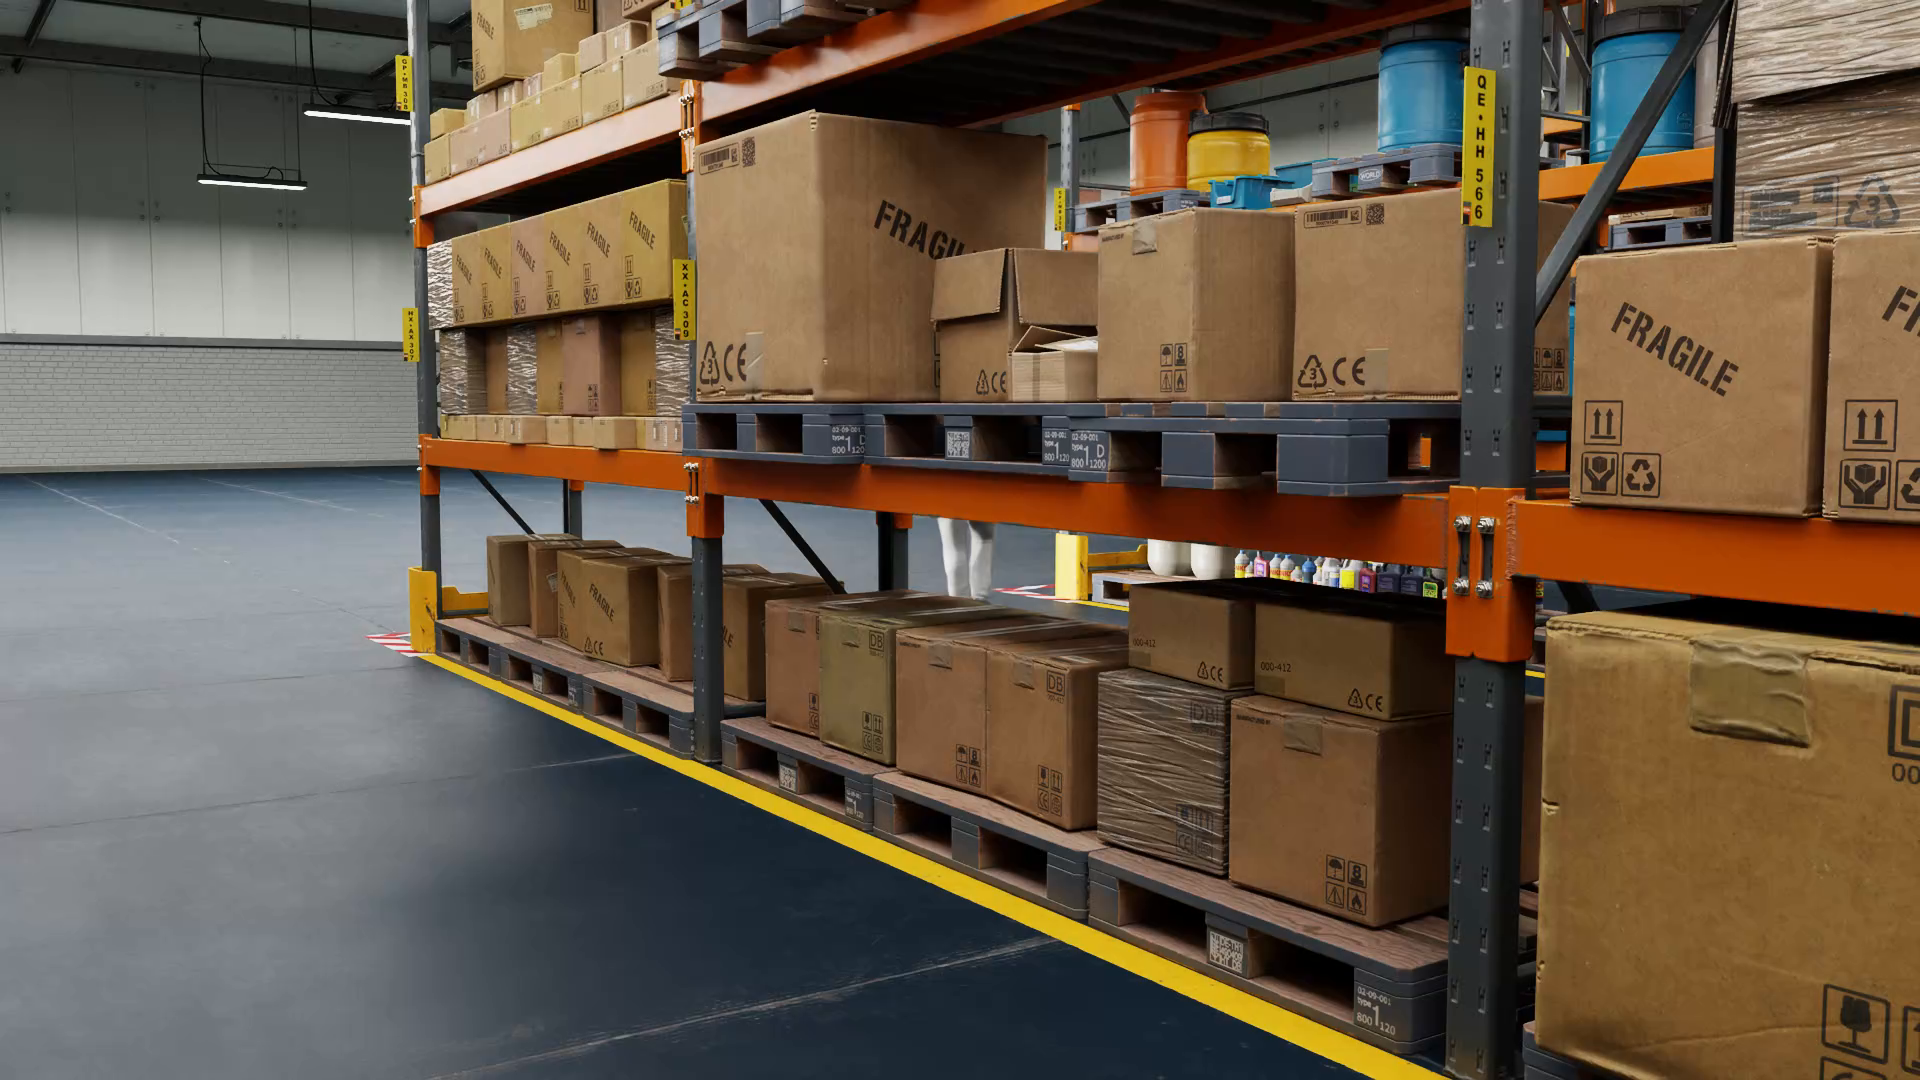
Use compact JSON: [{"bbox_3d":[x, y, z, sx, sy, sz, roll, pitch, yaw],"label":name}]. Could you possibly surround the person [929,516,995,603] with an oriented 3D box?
[{"bbox_3d":[0.036,-0.288,11.311,0.586,1.828,0.499,-1,5,-9],"label":"person"}]
